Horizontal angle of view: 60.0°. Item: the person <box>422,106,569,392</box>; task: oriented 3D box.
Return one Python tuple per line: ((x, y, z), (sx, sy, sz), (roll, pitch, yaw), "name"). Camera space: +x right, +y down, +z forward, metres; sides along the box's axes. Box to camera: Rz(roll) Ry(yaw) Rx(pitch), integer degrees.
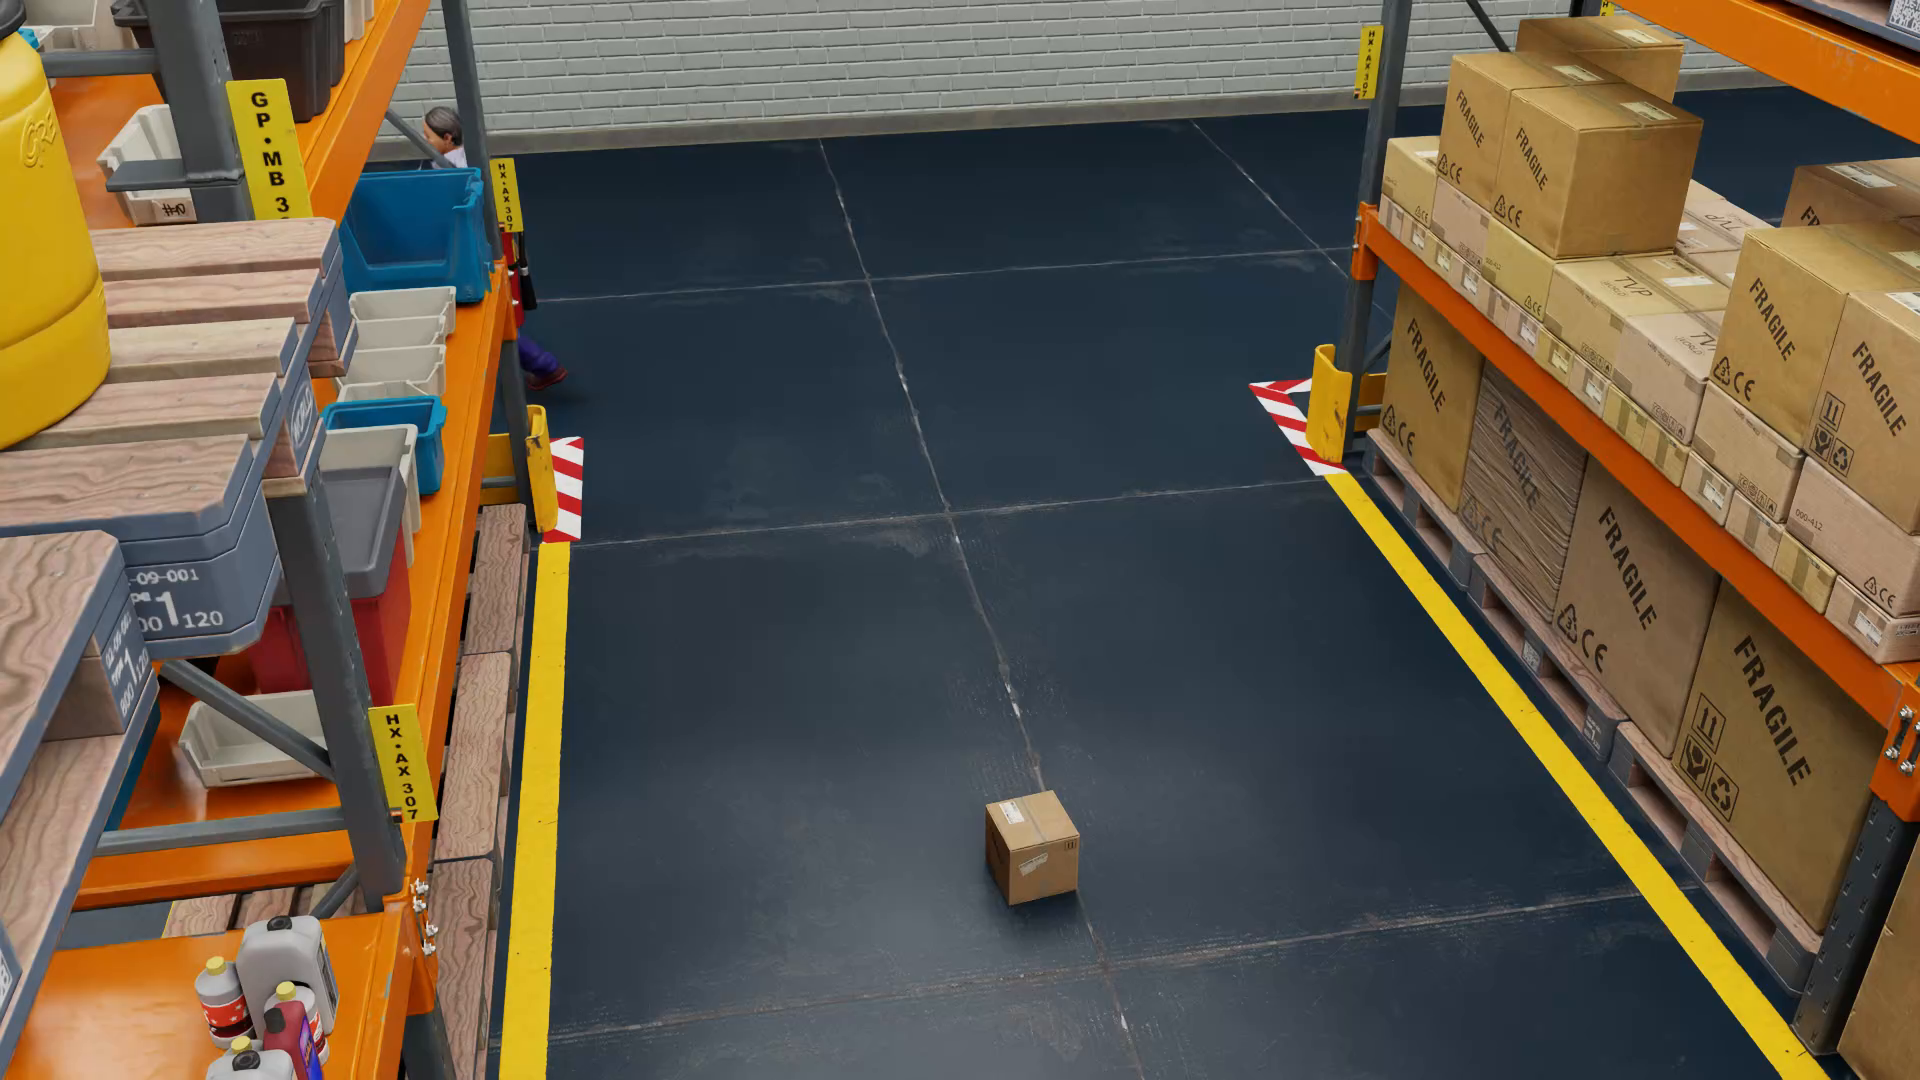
((-2.552, -1.450, 8.579), (0.887, 1.602, 0.526), (-6, 31, -11), "person")
